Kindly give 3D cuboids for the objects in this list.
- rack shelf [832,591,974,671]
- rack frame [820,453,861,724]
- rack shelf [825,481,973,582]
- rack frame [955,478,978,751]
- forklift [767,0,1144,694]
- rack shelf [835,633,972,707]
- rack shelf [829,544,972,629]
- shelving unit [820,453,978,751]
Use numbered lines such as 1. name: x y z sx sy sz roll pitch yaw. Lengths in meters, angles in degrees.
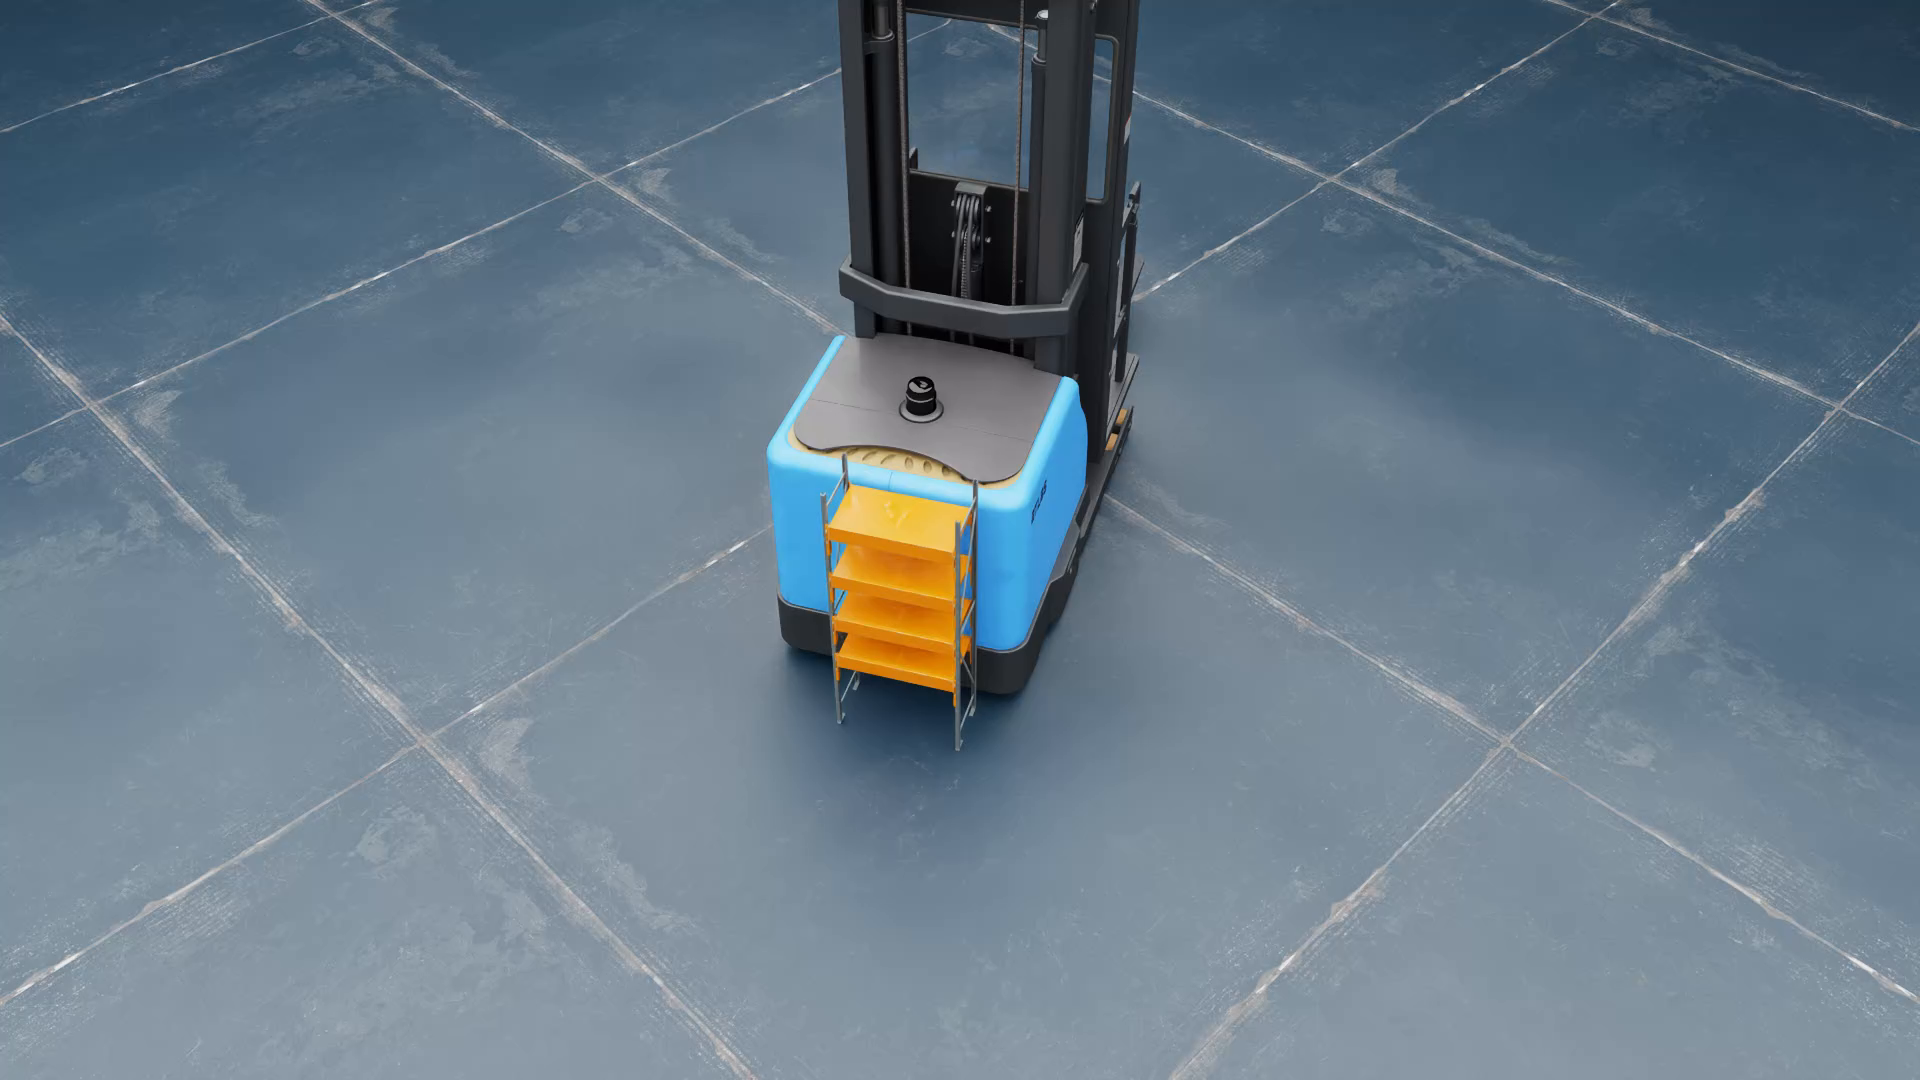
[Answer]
1. rack shelf: -0.210 0.305 6.252 0.480 0.148 0.258 11 44 12
2. rack frame: -0.444 0.208 6.258 0.015 1.200 0.240 11 44 12
3. rack shelf: -0.210 -0.033 5.940 0.480 0.148 0.258 11 44 12
4. rack frame: 0.024 0.303 6.155 0.015 1.200 0.240 11 44 12
5. forklift: 0.184 -1.480 6.809 1.130 2.935 3.031 12 44 13
6. rack shelf: -0.210 0.451 6.387 0.480 0.148 0.258 11 44 12
7. rack shelf: -0.210 0.141 6.100 0.480 0.148 0.258 11 44 12
8. shelving unit: -0.210 0.256 6.207 0.503 1.200 0.258 11 44 12
